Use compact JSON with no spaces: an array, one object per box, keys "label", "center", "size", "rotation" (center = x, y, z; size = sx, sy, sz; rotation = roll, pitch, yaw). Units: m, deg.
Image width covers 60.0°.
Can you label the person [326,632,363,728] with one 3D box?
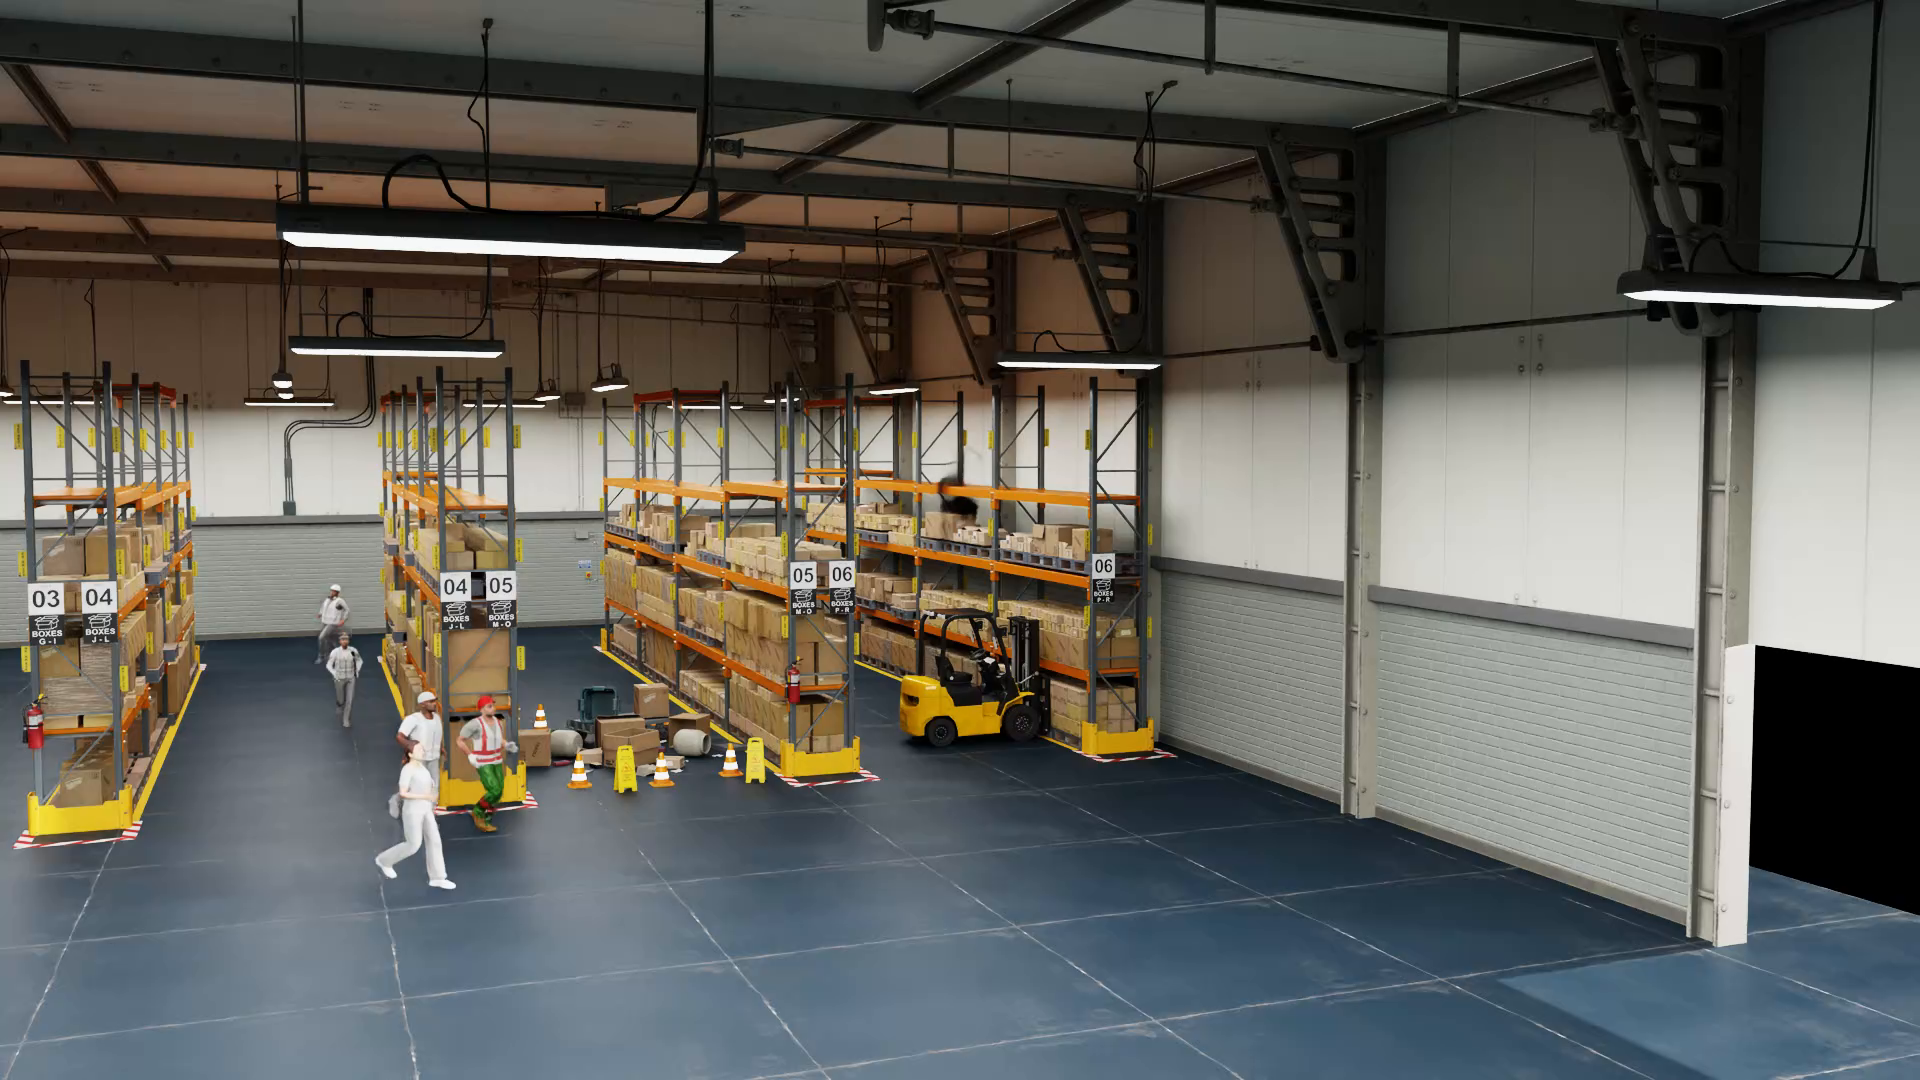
[{"label":"person","center":[-10.751,2.422,29.102],"size":[0.617,1.661,0.742],"rotation":[-2,4,-28]}]

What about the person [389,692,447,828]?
[{"label":"person","center":[-6.959,2.839,21.658],"size":[0.860,1.718,0.763],"rotation":[2,4,31]}]

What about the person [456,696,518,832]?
[{"label":"person","center":[-5.961,2.856,21.146],"size":[0.565,1.749,0.665],"rotation":[2,4,29]}]

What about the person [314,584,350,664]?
[{"label":"person","center":[-14.195,1.897,37.436],"size":[0.694,1.781,0.708],"rotation":[2,4,34]}]

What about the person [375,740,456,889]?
[{"label":"person","center":[-6.068,3.047,18.520],"size":[0.935,1.663,0.568],"rotation":[1,4,11]}]
